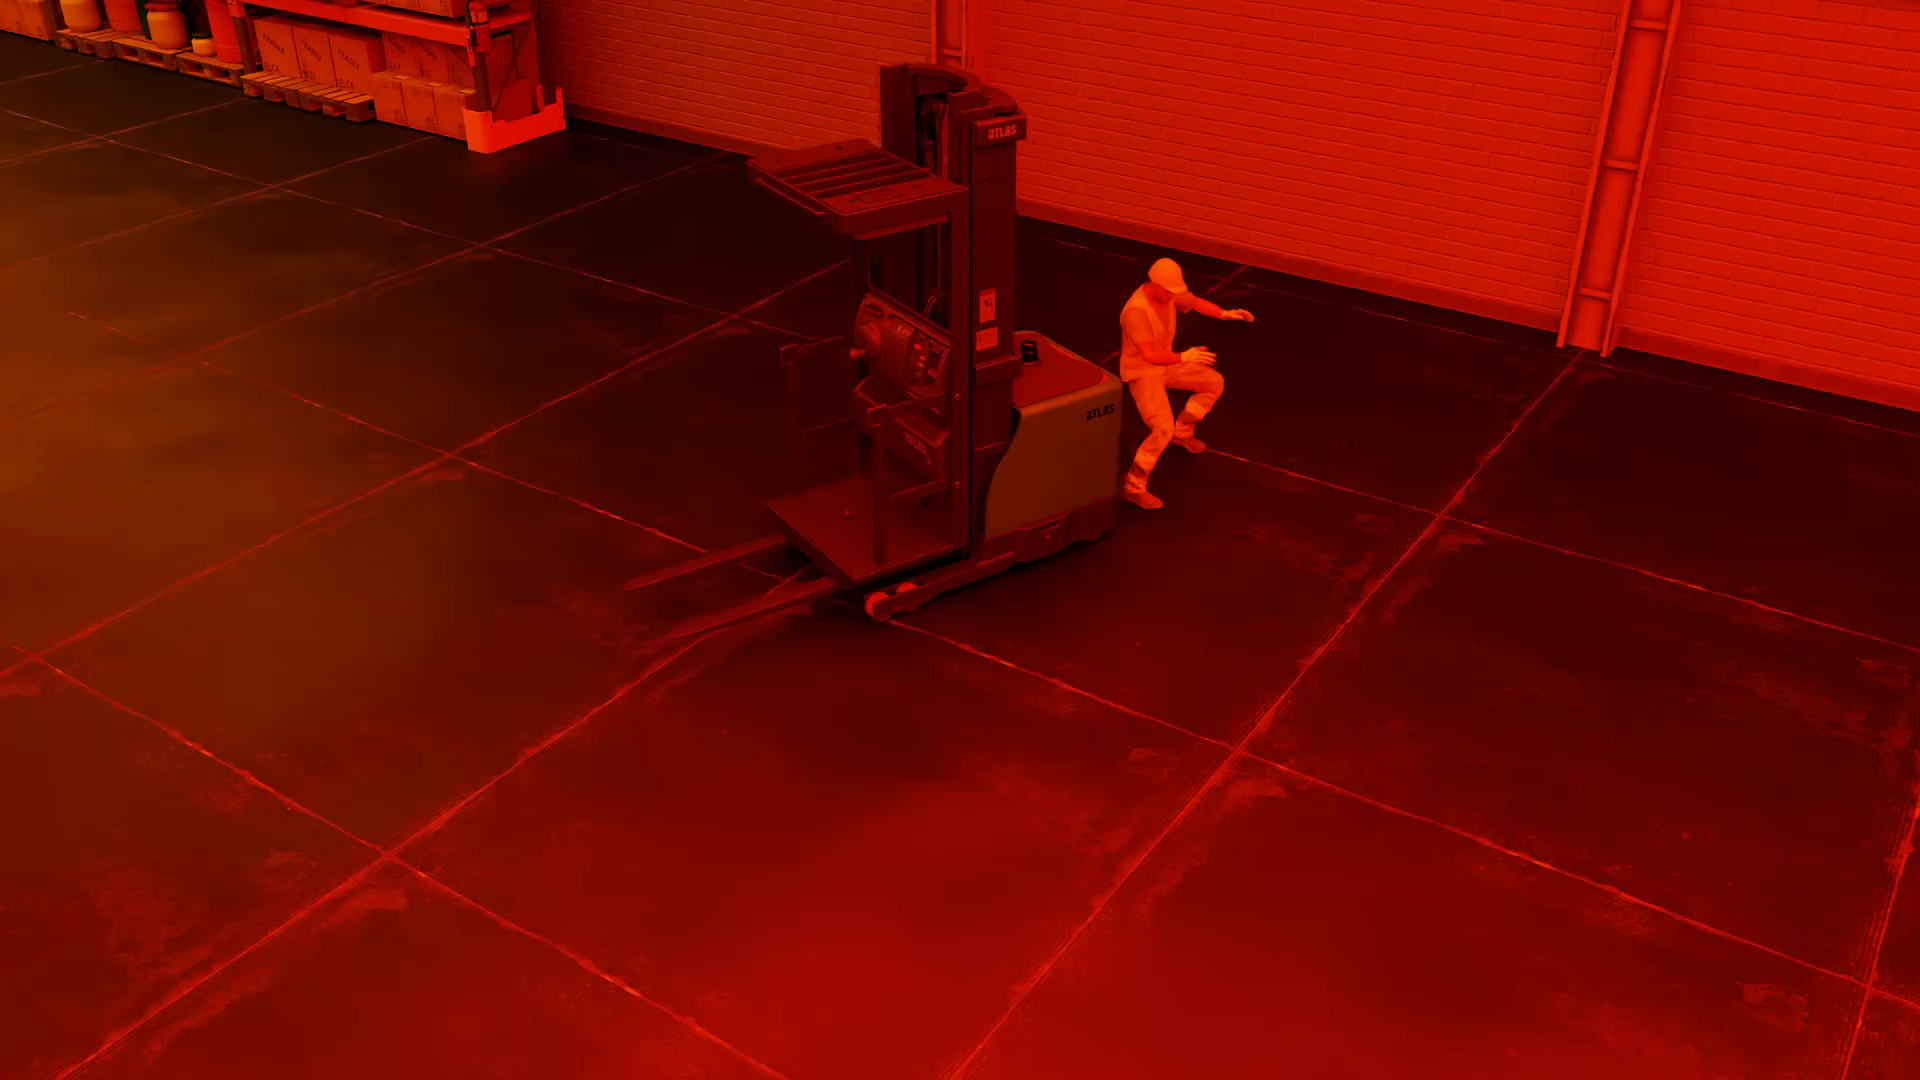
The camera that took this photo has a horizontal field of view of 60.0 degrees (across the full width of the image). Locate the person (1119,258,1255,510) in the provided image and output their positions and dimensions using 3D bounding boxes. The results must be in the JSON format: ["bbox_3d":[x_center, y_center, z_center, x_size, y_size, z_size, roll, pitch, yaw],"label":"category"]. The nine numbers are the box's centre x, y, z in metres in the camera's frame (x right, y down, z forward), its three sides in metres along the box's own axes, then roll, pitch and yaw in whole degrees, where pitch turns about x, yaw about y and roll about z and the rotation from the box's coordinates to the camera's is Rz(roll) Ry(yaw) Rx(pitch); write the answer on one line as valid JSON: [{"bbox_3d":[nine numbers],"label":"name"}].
[{"bbox_3d":[1.392,-1.089,10.848,0.761,1.541,0.980,22,37,33],"label":"person"}]

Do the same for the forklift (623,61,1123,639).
[{"bbox_3d":[-0.507,-1.097,9.471,3.031,2.935,1.130,-19,35,-29],"label":"forklift"}]
